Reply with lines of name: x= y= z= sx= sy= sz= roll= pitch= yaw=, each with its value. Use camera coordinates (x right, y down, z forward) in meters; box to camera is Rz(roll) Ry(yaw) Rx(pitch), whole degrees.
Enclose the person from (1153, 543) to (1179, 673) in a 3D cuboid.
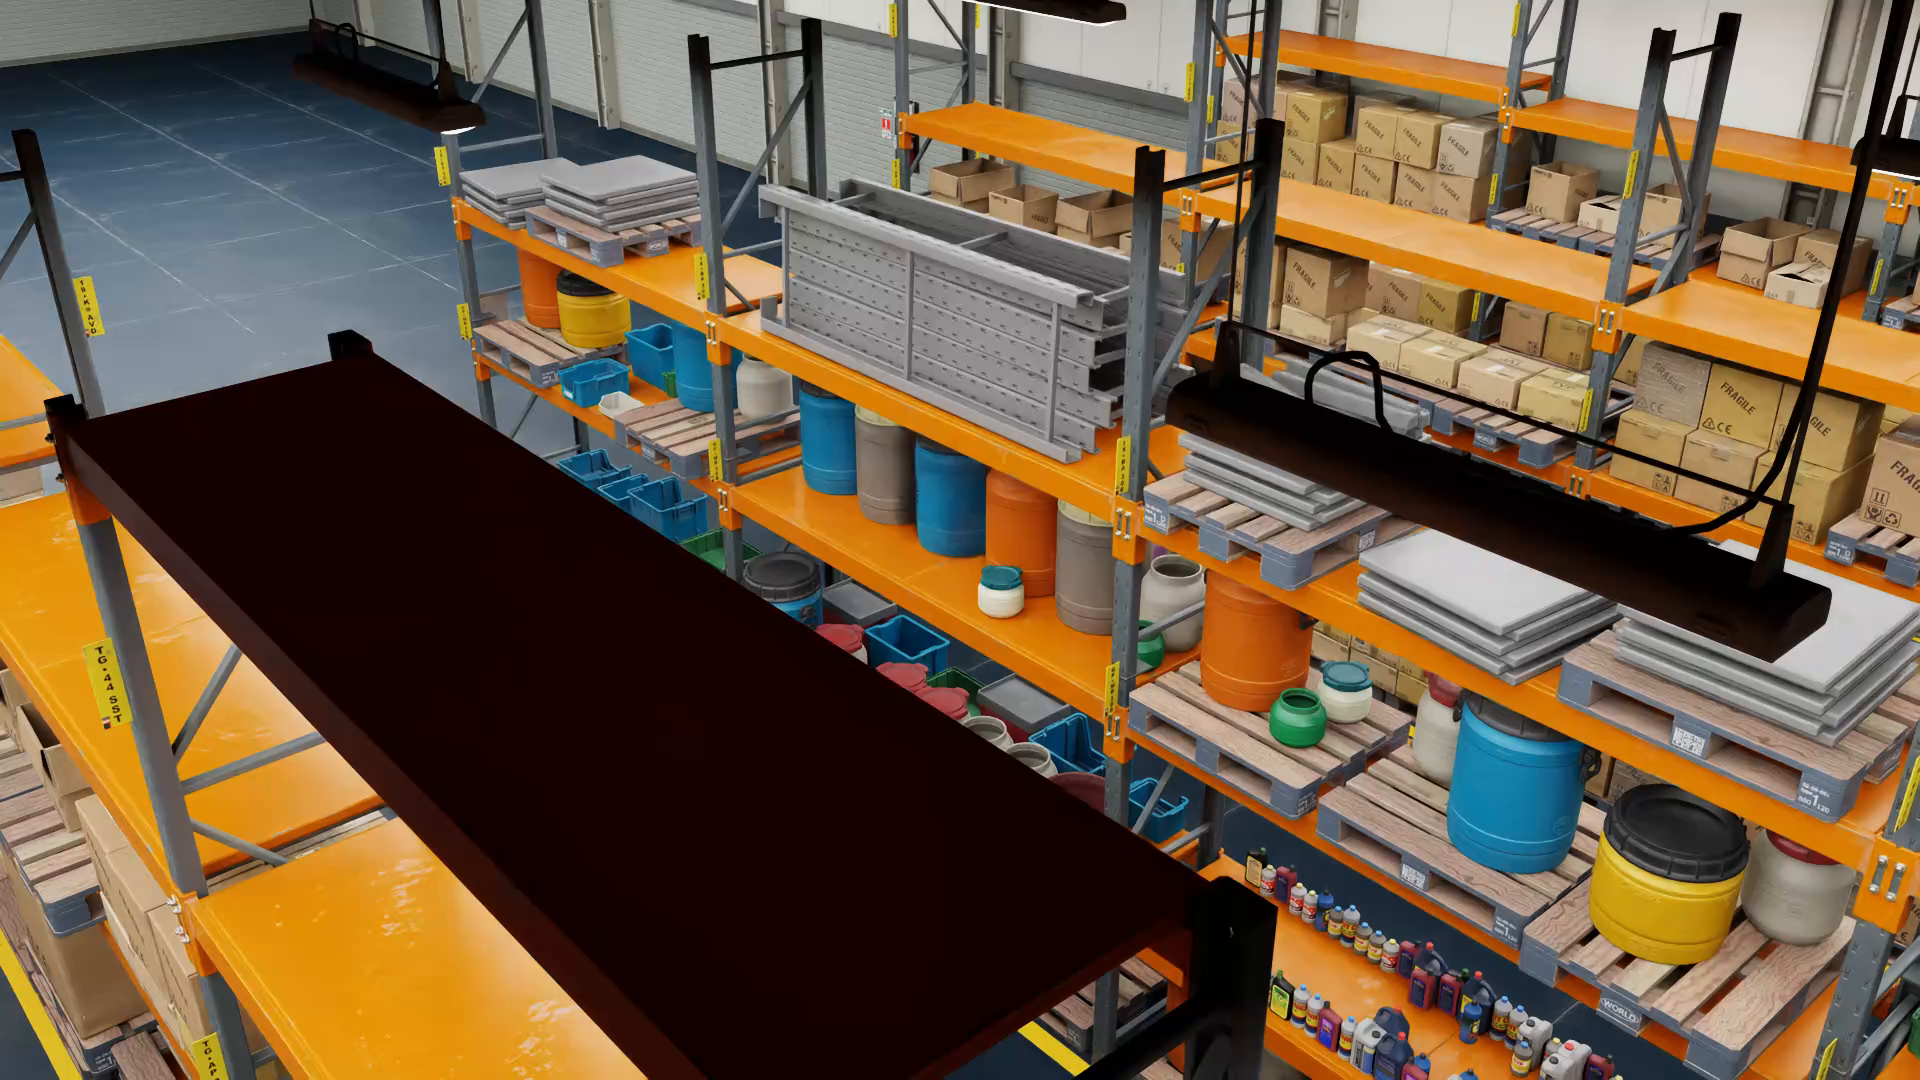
person: x=1.647 y=0.418 z=15.012 sx=0.967 sy=1.532 sz=0.434 roll=18 pitch=32 yaw=32
